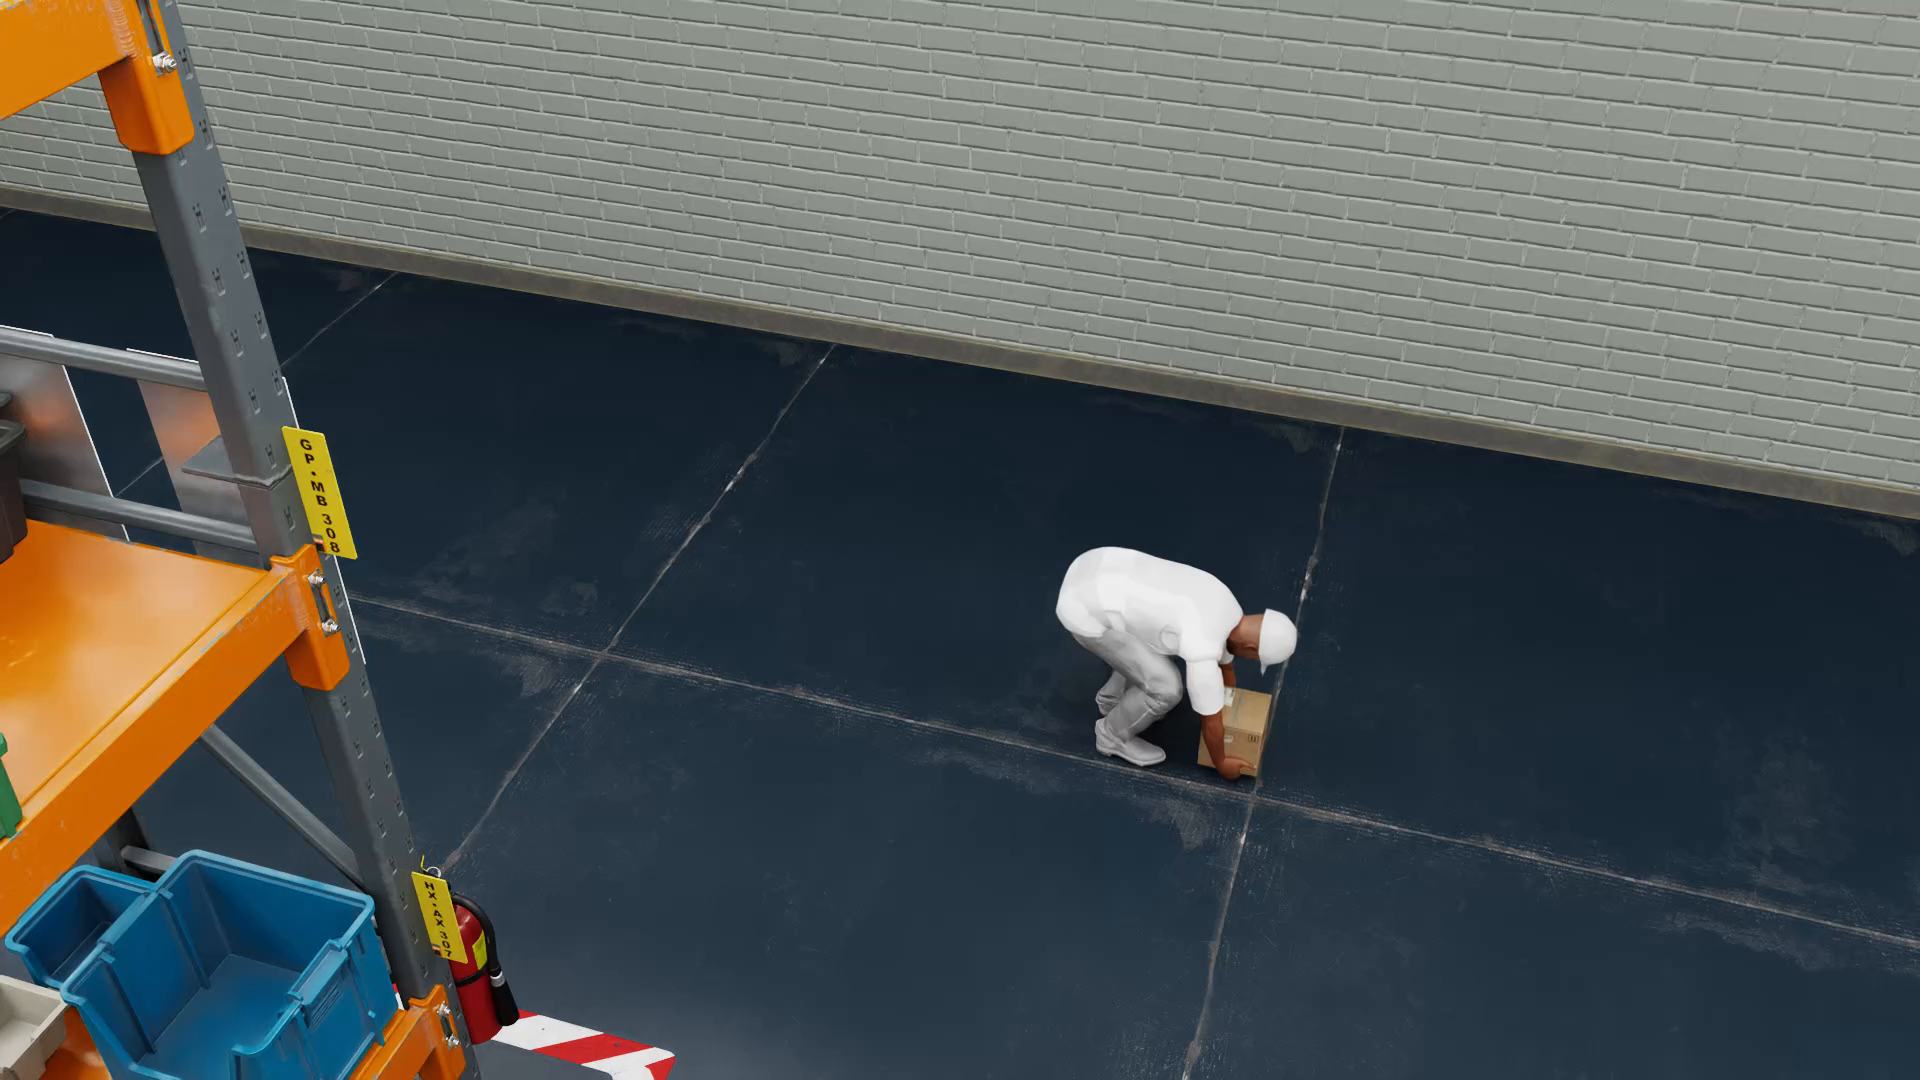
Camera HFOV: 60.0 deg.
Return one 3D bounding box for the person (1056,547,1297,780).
[{"bbox_3d":[0.884,0.489,6.907,0.974,0.938,0.498,9,38,12],"label":"person"}]
